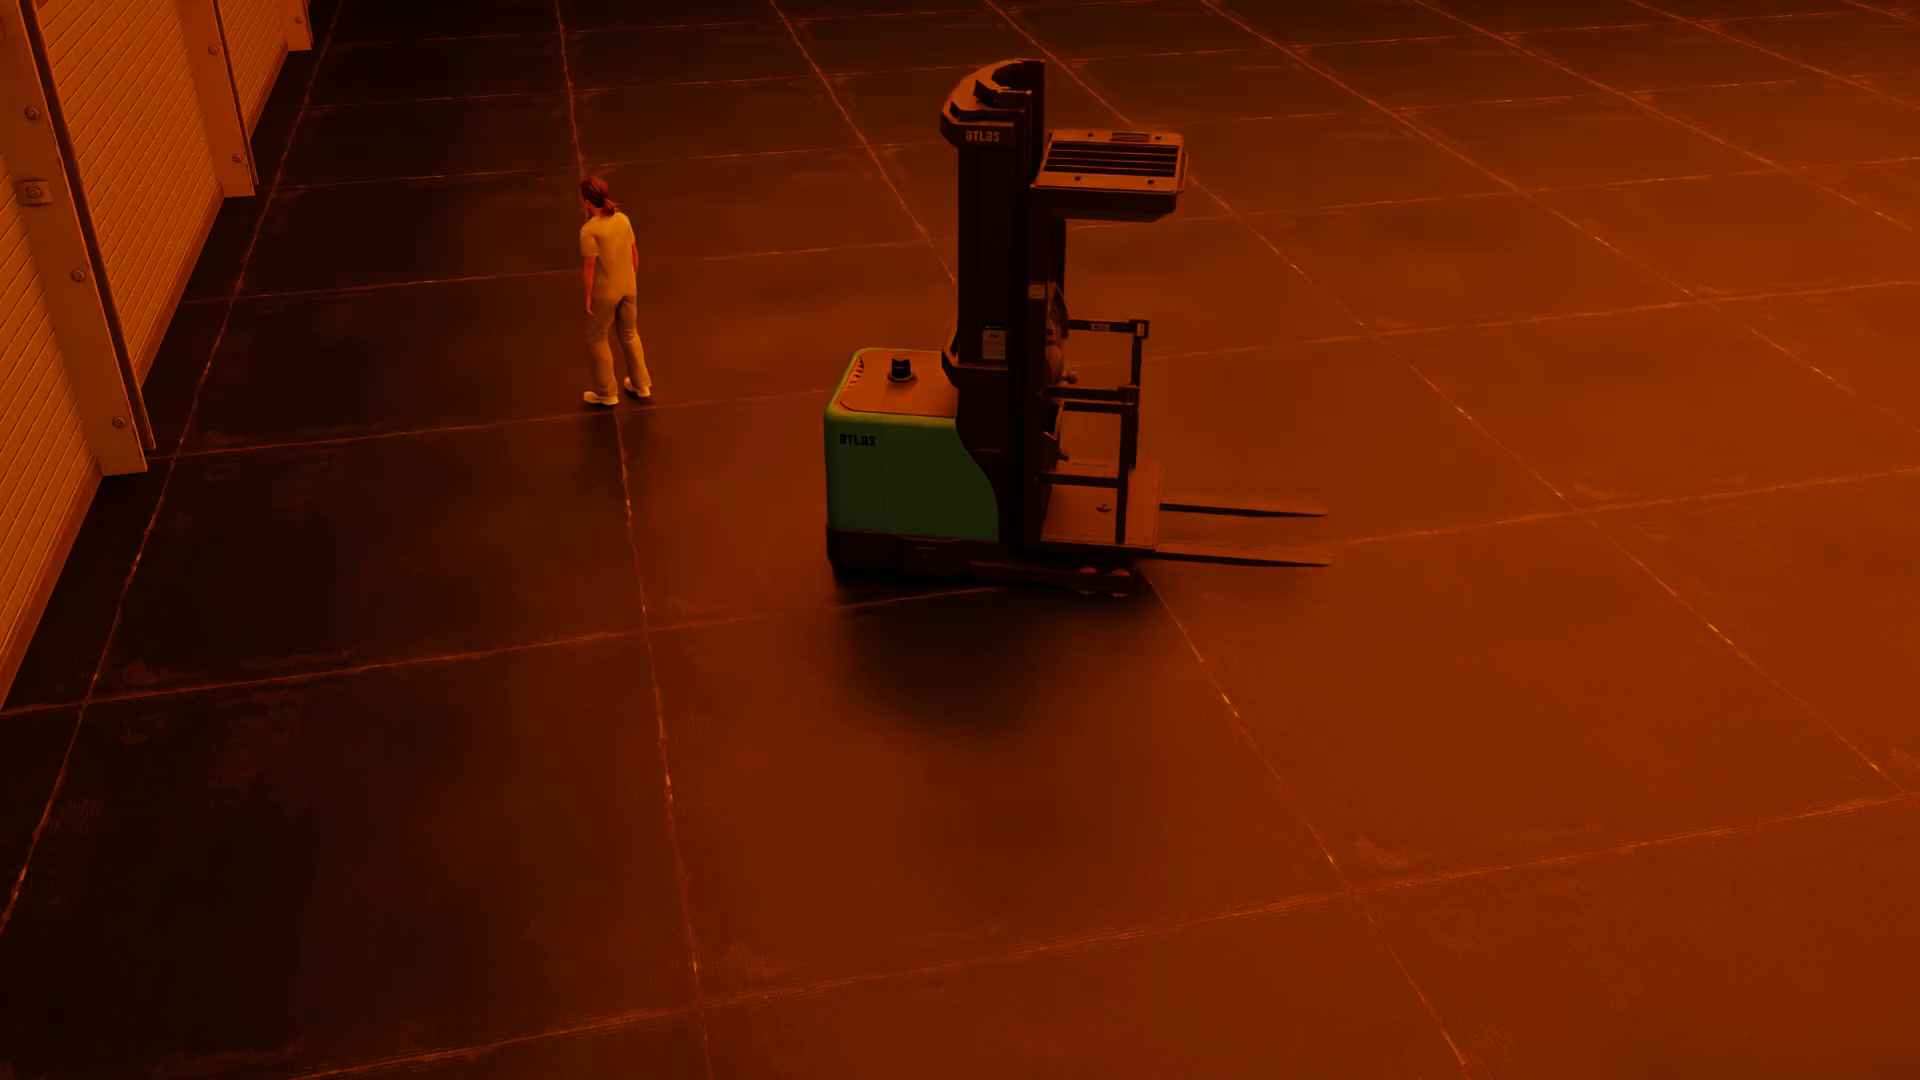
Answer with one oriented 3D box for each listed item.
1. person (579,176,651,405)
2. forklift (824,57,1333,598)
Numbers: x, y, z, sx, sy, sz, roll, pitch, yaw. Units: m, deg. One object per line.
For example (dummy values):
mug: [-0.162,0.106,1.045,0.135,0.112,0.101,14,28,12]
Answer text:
person: [-2.521,-1.785,11.925,0.391,1.677,0.497,24,38,35]
forklift: [0.751,-1.211,9.666,3.031,2.935,1.130,4,30,8]
